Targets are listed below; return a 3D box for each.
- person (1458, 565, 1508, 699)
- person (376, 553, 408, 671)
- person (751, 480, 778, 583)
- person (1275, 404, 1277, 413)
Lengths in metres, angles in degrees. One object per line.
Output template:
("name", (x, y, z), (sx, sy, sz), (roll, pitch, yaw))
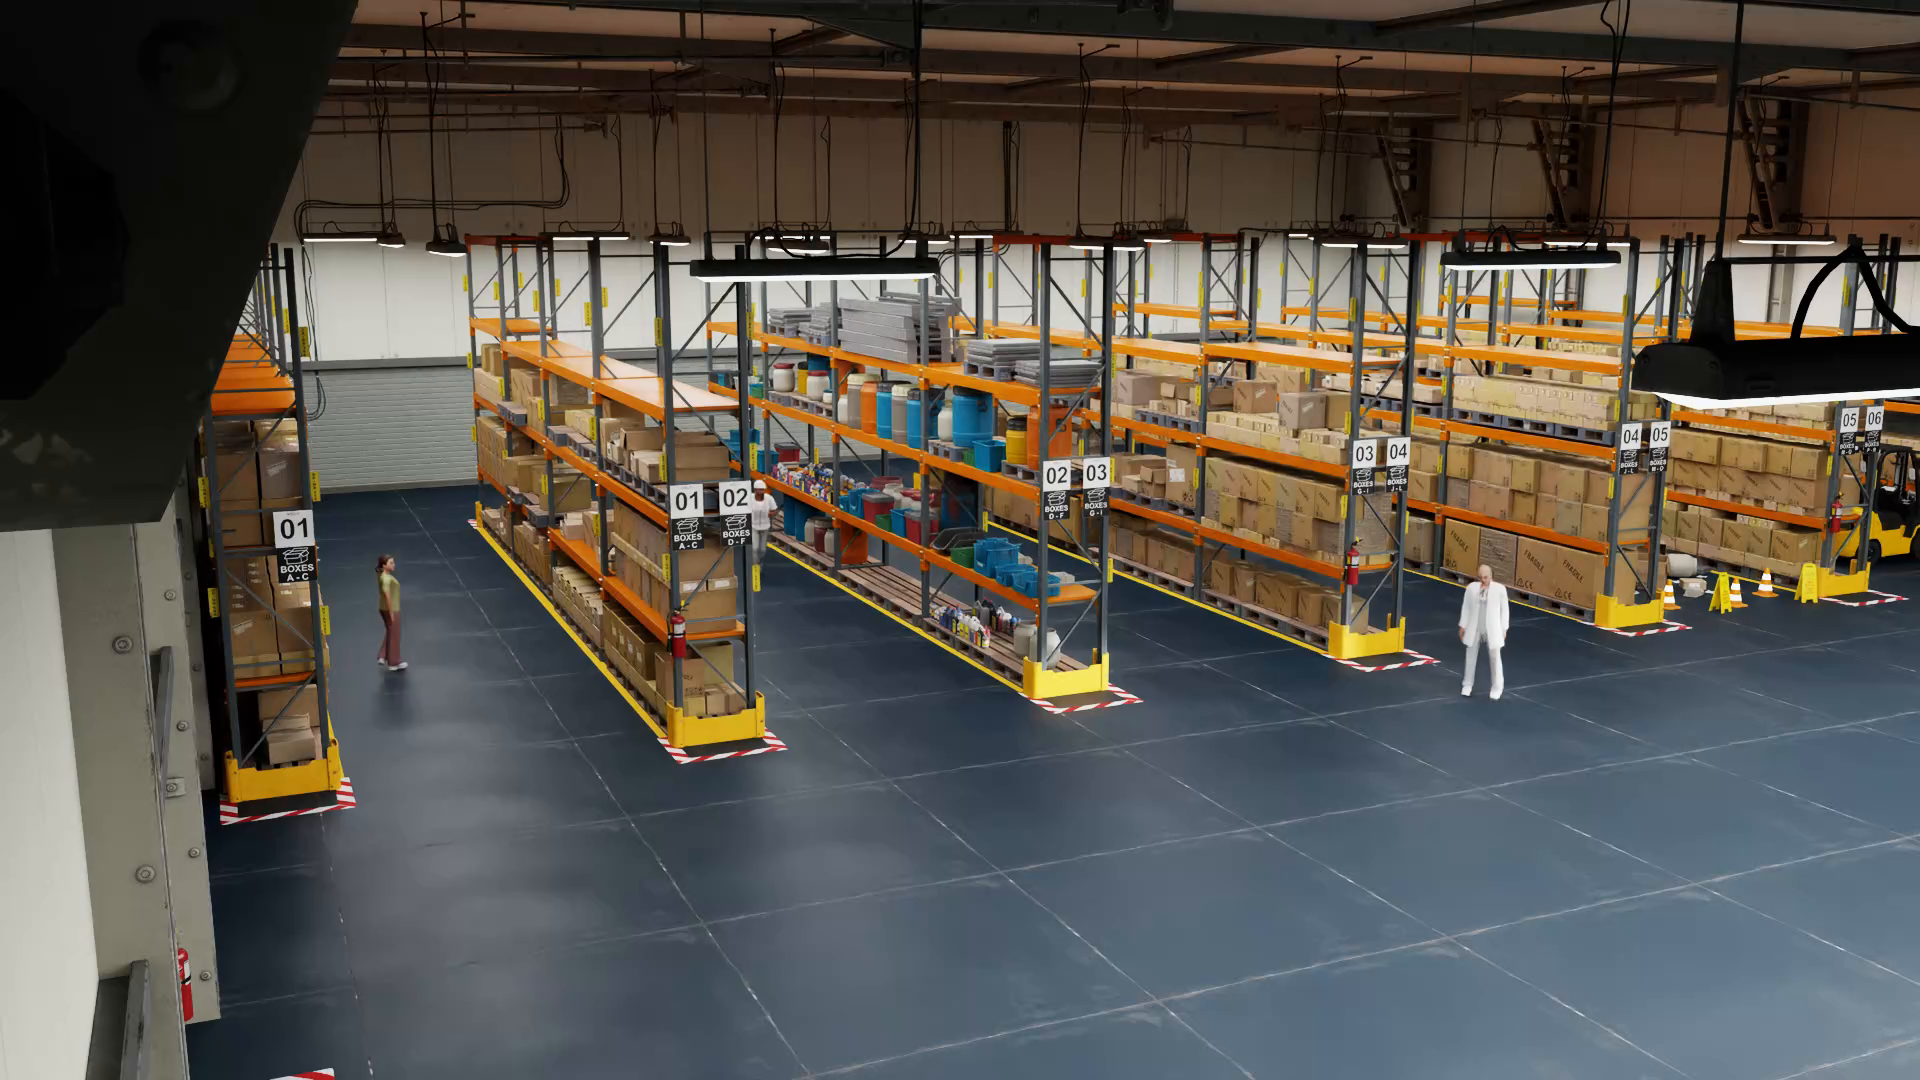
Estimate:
("person", (6.964, 1.208, 22.197), (0.638, 1.776, 0.433), (6, 12, 27))
("person", (-8.055, 1.009, 23.494), (0.409, 1.676, 0.458), (-11, 15, -44))
("person", (-3.568, -0.183, 29.430), (0.727, 1.797, 0.870), (-4, 12, -18))
("person", (8.668, -3.393, 46.161), (0.495, 1.663, 0.448), (-10, 15, -43))
